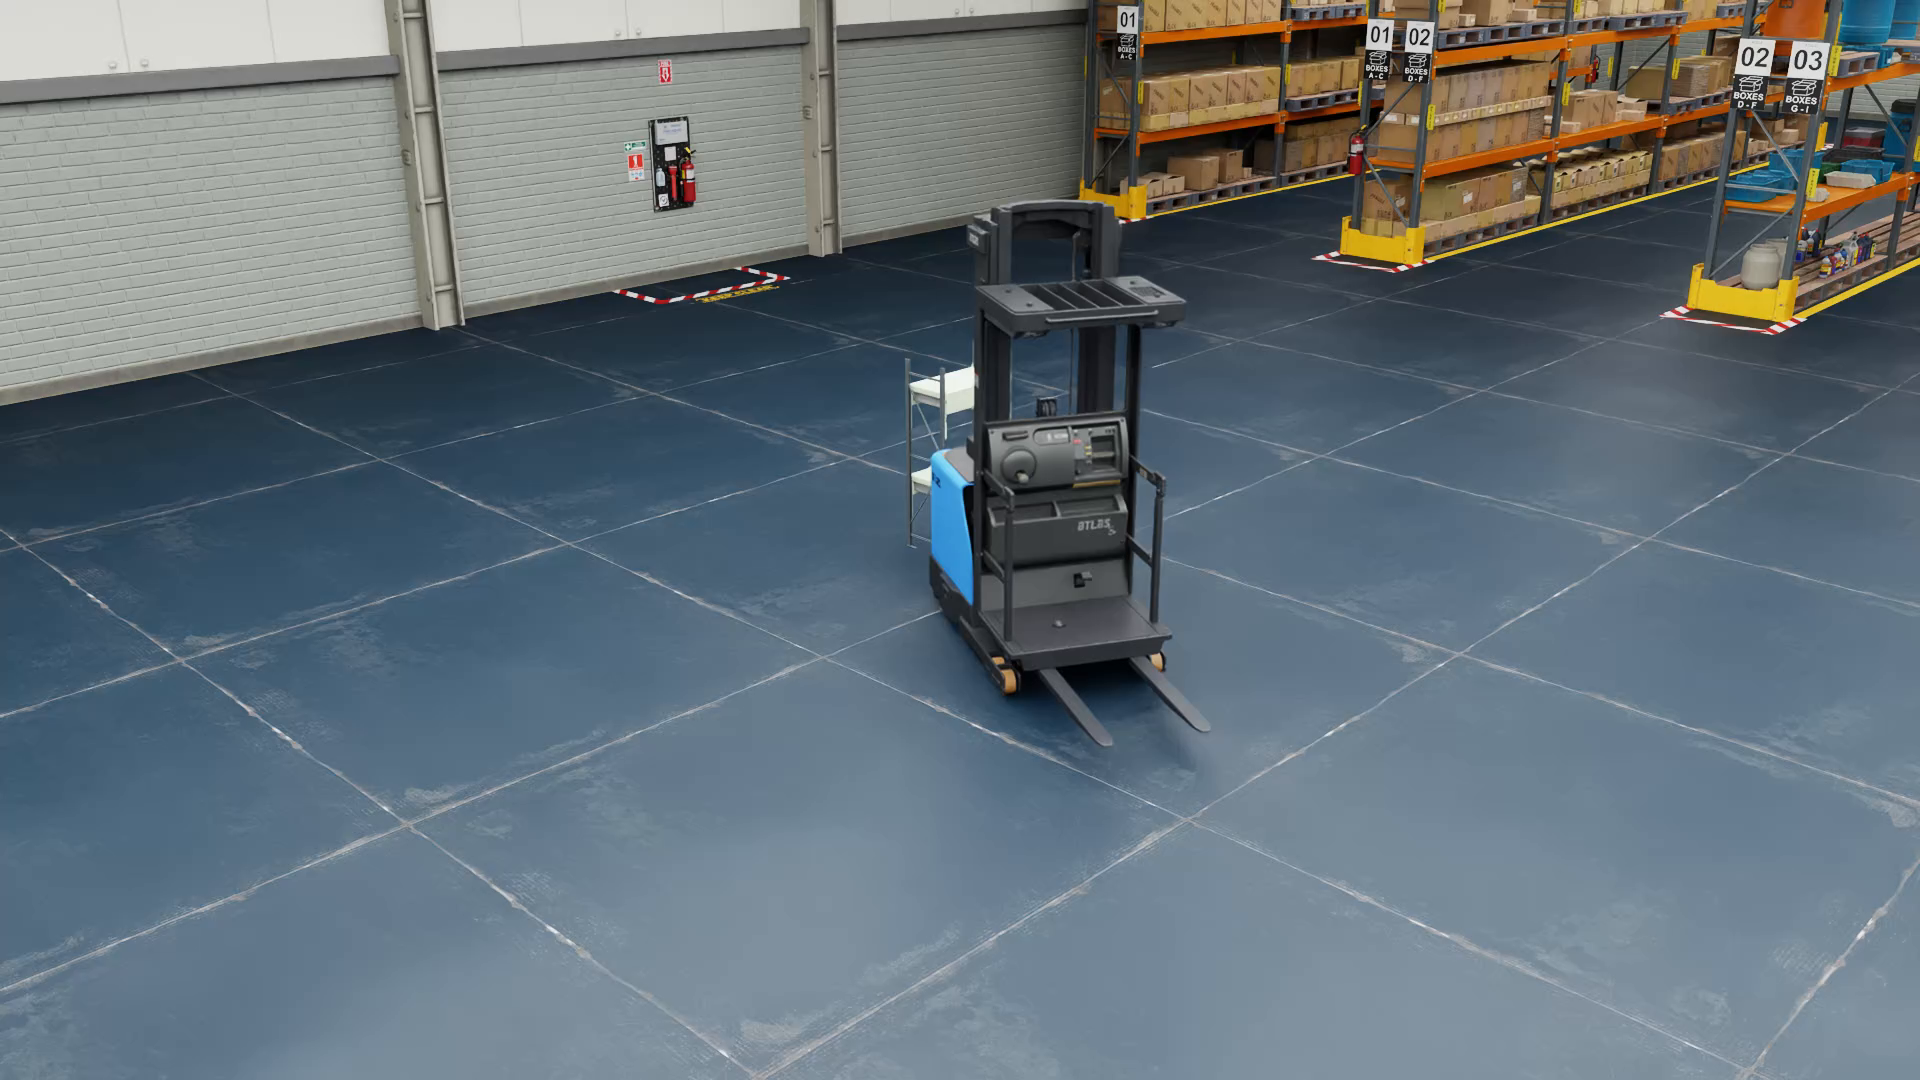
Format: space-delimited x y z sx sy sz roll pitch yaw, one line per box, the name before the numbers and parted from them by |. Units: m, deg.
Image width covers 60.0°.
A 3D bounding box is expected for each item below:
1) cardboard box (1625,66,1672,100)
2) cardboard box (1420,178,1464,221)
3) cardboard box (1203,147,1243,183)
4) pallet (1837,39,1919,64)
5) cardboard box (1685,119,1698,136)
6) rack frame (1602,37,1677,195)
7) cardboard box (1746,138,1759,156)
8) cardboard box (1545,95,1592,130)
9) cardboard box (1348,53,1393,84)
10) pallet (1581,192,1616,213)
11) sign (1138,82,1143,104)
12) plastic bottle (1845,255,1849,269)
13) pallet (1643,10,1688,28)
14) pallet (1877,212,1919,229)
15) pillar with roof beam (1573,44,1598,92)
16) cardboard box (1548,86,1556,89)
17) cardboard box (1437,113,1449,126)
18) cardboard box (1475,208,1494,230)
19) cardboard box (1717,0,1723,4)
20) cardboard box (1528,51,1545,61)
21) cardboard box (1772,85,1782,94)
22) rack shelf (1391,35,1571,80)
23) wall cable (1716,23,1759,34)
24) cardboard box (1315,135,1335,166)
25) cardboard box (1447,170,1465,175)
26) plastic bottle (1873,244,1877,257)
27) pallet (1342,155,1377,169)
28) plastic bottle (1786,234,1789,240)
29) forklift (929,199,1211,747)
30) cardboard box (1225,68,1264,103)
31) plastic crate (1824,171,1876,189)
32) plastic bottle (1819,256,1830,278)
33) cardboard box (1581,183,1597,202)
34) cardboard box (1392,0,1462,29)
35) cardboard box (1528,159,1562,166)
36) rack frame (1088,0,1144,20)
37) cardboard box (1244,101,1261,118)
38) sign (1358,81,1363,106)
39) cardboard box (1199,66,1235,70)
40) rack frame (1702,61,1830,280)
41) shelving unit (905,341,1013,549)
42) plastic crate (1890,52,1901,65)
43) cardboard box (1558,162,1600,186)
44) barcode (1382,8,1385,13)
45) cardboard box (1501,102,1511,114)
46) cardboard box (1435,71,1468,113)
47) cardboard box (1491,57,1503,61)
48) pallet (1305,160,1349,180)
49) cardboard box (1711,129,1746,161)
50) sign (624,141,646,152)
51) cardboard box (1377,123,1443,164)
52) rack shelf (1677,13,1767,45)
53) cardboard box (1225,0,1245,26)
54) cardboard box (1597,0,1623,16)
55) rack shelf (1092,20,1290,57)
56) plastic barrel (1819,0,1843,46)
cardboard box | 11.884 -7.880 28.670 0.700 0.500 0.500 9 23 23
cardboard box | 6.825 -4.864 23.751 0.500 0.500 0.500 19 28 41
cardboard box | 4.487 -6.419 28.466 0.500 0.500 0.500 17 27 37
pallet | 11.848 -6.280 21.315 1.213 0.211 1.003 19 28 41
cardboard box | 13.106 -7.543 30.345 0.500 0.250 0.500 19 28 41
rack frame | 11.525 -7.447 28.268 1.000 3.000 0.127 19 28 41
cardboard box | 14.763 -7.479 31.487 0.500 0.311 0.500 19 28 41
cardboard box | 9.650 -6.794 26.431 0.500 0.500 0.500 -18 27 -38
cardboard box | 7.652 -8.814 31.074 0.700 0.500 0.500 15 26 35
pallet | 10.072 -5.631 27.431 1.003 0.211 1.213 19 28 41
sign | 2.781 -6.898 25.633 0.100 0.325 0.005 19 28 41
plastic bottle | 11.500 -3.629 21.623 0.097 0.201 0.097 0 21 0
pallet | 11.116 -8.562 27.252 1.003 0.211 1.213 -19 28 -40
pallet | 14.503 -4.715 25.048 1.003 0.211 1.213 19 28 41
pillar with roof beam | 17.902 -13.376 35.331 9.100 9.000 0.400 19 28 41
cardboard box | 13.081 -9.951 36.779 0.380 0.149 0.250 20 28 41
cardboard box | 6.554 -5.855 23.084 0.380 0.149 0.250 18 28 39
cardboard box | 7.525 -4.770 24.552 0.500 0.250 0.500 19 28 41
cardboard box | 12.983 -9.710 29.111 0.600 0.600 0.600 18 27 39
cardboard box | 11.667 -10.176 34.950 0.980 0.700 0.700 18 28 39
cardboard box | 15.221 -8.717 31.433 0.500 0.500 0.500 -20 28 -41
rack shelf | 7.339 -6.969 23.847 1.077 0.370 4.000 19 28 41
wall cable | 17.756 -13.457 39.872 3.097 2.526 0.112 19 28 41
cardboard box | 6.394 -7.156 30.382 0.700 0.500 0.500 20 28 41
cardboard box | 7.142 -5.254 24.766 0.500 0.500 0.500 19 28 41
plastic bottle | 12.251 -3.906 22.343 0.097 0.201 0.097 0 21 0
pallet | 7.427 -7.184 31.470 1.003 0.211 1.213 19 28 41
plastic bottle | 10.992 -3.885 22.081 0.144 0.351 0.185 19 28 40
forklift | 0.694 -0.545 10.407 1.130 2.935 3.031 -6 22 -16
cardboard box | 4.730 -7.618 27.850 0.500 0.500 0.500 19 28 40
plastic crate | 11.330 -4.574 21.162 0.530 0.136 0.437 19 28 41
plastic bottle | 10.979 -3.470 21.110 0.097 0.271 0.097 0 21 0
cardboard box | 9.910 -5.638 26.809 0.500 0.250 0.500 18 28 39
cardboard box | 6.348 -7.247 22.643 0.637 0.503 0.797 -18 27 -38
cardboard box | 9.520 -6.032 27.052 0.500 0.311 0.500 19 28 40
rack frame | 2.392 -9.430 25.065 1.000 3.000 0.127 19 28 41
cardboard box | 4.716 -7.273 27.998 0.500 0.250 0.500 19 28 41
sign | 5.565 -6.181 23.030 0.100 0.325 0.005 19 28 41
cardboard box | 4.342 -7.746 28.183 0.500 0.500 0.500 19 28 40
rack frame | 9.491 -4.150 19.690 1.000 3.000 0.127 19 28 41
shelving unit | -0.005 -0.698 12.801 0.431 1.500 0.755 19 28 41
plastic crate | 11.451 -5.941 20.538 0.243 0.136 0.396 19 28 41
cardboard box | 9.915 -5.898 26.703 0.500 0.311 0.500 18 27 39
barcode | 5.809 -7.260 22.792 0.001 0.075 0.075 19 28 41
cardboard box | 7.812 -6.319 24.289 0.250 0.149 0.380 -19 28 -41
cardboard box | 6.679 -6.310 23.362 0.700 0.500 0.500 18 28 39
cardboard box | 10.622 -9.727 33.619 0.500 0.500 0.500 19 28 40
pallet | 6.576 -6.872 30.658 1.003 0.211 1.213 19 28 41
cardboard box | 14.177 -7.315 30.796 0.500 0.500 0.500 19 28 40
sign | -4.126 -5.004 21.125 0.001 0.109 0.331 19 28 41
cardboard box | 6.279 -5.554 23.204 0.700 0.500 0.500 19 28 41
rack shelf | 12.920 -9.025 29.197 1.077 0.370 4.000 19 28 41
cardboard box | 4.286 -8.643 27.033 0.500 0.500 0.500 18 27 39
cardboard box | 10.112 -8.421 26.245 0.500 0.250 0.500 16 26 36
rack shelf | 3.788 -8.208 27.070 1.077 0.370 4.000 19 28 41
plastic barrel | 10.195 -6.159 19.888 0.600 0.588 0.600 0 21 0
